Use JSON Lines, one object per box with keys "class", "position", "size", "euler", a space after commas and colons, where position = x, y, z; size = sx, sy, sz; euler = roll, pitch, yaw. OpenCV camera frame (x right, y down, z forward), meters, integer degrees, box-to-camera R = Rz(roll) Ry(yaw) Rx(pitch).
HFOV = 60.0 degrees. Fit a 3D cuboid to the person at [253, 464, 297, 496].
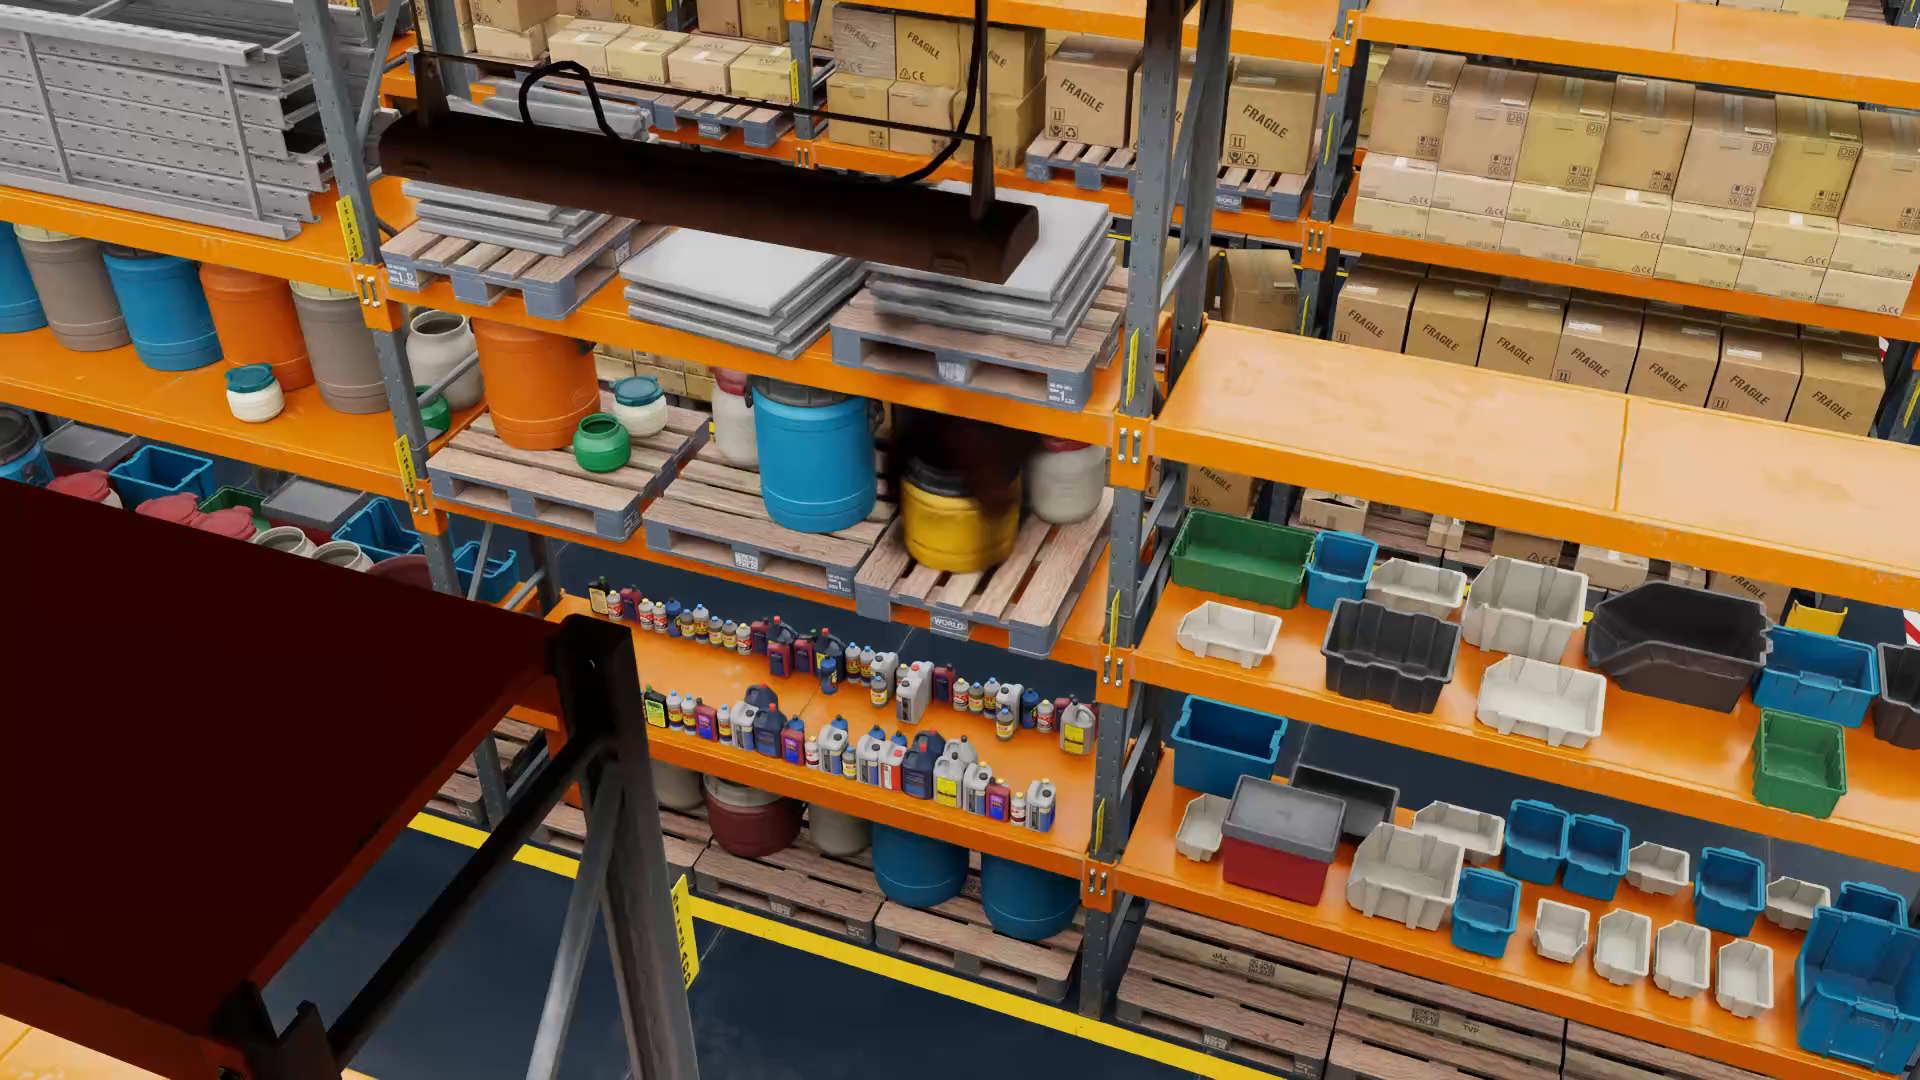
{"class": "person", "position": [-5.310, -0.703, 12.916], "size": [0.890, 1.669, 0.618], "euler": [9, 37, 12]}
